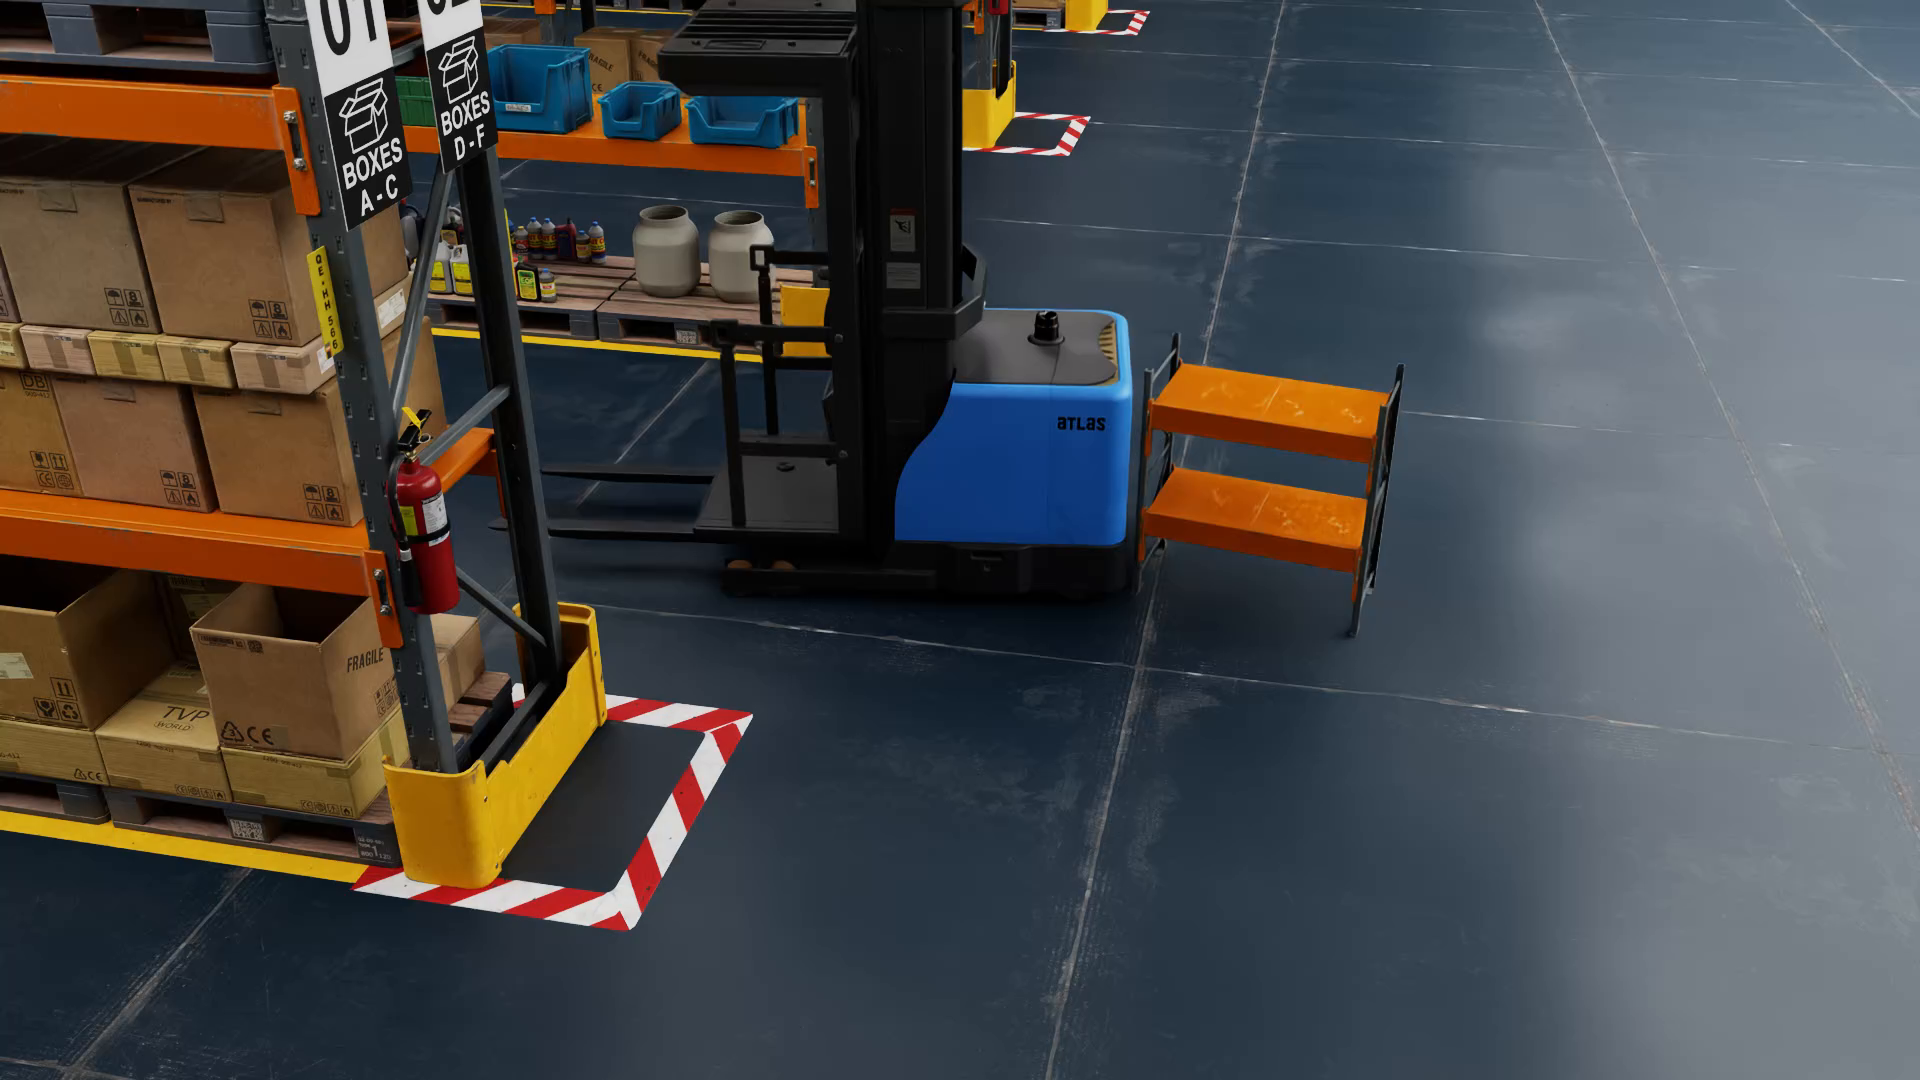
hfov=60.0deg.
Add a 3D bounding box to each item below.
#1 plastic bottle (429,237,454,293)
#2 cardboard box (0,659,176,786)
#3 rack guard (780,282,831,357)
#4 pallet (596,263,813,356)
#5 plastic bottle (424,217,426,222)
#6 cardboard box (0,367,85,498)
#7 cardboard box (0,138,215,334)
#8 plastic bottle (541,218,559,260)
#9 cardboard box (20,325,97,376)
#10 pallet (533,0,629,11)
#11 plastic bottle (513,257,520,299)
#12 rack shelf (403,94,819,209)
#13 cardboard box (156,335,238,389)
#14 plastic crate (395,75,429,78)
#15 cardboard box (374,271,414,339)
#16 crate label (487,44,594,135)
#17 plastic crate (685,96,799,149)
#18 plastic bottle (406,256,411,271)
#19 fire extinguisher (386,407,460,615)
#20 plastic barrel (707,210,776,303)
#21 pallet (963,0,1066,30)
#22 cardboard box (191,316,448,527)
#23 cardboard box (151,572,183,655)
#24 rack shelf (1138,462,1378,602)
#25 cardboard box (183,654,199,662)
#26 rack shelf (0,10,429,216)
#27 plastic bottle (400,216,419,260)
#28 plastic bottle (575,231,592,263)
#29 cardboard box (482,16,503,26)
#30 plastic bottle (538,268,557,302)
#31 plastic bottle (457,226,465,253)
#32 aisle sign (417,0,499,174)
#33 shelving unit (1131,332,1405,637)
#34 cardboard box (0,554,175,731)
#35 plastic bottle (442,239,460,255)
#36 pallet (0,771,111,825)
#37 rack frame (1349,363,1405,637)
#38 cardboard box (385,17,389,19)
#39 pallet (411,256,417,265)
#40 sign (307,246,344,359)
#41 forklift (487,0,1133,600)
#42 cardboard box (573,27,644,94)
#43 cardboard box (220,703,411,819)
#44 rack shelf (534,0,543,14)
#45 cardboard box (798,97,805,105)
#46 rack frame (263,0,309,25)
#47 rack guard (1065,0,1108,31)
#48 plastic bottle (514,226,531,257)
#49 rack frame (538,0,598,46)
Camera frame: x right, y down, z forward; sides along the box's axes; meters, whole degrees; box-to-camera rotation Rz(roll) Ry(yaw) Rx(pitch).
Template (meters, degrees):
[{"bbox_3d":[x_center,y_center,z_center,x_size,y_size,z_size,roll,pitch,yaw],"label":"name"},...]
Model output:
[{"bbox_3d":[-3.337,-1.771,10.662,0.185,0.351,0.144,6,29,10],"label":"plastic bottle"},{"bbox_3d":[-3.334,0.662,6.343,0.500,0.250,0.500,6,29,11],"label":"cardboard box"},{"bbox_3d":[-0.813,-1.566,10.589,0.348,0.500,1.175,6,29,11],"label":"rack guard"},{"bbox_3d":[-1.606,-1.523,10.812,1.213,0.211,1.003,6,29,11],"label":"pallet"},{"bbox_3d":[-3.595,-2.134,11.395,0.133,0.283,0.061,8,30,14],"label":"plastic bottle"},{"bbox_3d":[-3.219,-0.550,6.028,0.500,0.500,0.700,6,29,11],"label":"cardboard box"},{"bbox_3d":[-2.788,-1.072,5.629,0.500,0.500,0.700,5,29,9],"label":"cardboard box"},{"bbox_3d":[-2.772,-2.035,11.227,0.097,0.271,0.097,0,29,0],"label":"plastic bottle"},{"bbox_3d":[-2.932,-0.705,5.635,0.250,0.149,0.380,6,29,11],"label":"cardboard box"},{"bbox_3d":[-4.438,-6.663,20.201,1.213,0.211,1.003,6,29,11],"label":"pallet"},{"bbox_3d":[-2.857,-1.691,10.594,0.135,0.276,0.152,6,29,11],"label":"plastic bottle"},{"bbox_3d":[-2.684,-2.562,10.555,4.000,0.370,1.077,6,29,11],"label":"rack shelf"},{"bbox_3d":[-2.436,-0.654,5.541,0.250,0.149,0.380,7,29,12],"label":"cardboard box"},{"bbox_3d":[-3.501,-3.029,10.814,0.616,0.251,0.499,6,29,11],"label":"plastic crate"},{"bbox_3d":[-2.105,-0.820,5.844,0.250,0.149,0.380,6,29,10],"label":"cardboard box"},{"bbox_3d":[-2.585,-2.750,10.112,0.616,0.435,0.502,6,29,11],"label":"crate label"},{"bbox_3d":[-1.280,-2.521,9.886,0.616,0.251,0.499,6,29,11],"label":"plastic crate"},{"bbox_3d":[-3.600,-1.748,10.690,0.133,0.283,0.061,7,30,13],"label":"plastic bottle"},{"bbox_3d":[-1.748,-0.087,5.366,0.183,0.674,0.296,6,29,11],"label":"fire extinguisher"},{"bbox_3d":[-1.388,-1.800,10.567,0.421,0.512,0.421,0,29,0],"label":"plastic barrel"},{"bbox_3d":[0.642,-6.142,19.249,1.213,0.211,1.003,6,29,11],"label":"pallet"},{"bbox_3d":[-2.220,-0.447,5.840,0.500,0.500,0.700,6,29,11],"label":"cardboard box"},{"bbox_3d":[-3.226,0.091,6.606,0.500,0.500,0.500,6,29,11],"label":"cardboard box"},{"bbox_3d":[1.383,-0.049,7.677,1.000,0.278,0.538,11,31,19],"label":"rack shelf"},{"bbox_3d":[-2.734,0.464,6.704,0.500,0.250,0.500,6,29,11],"label":"cardboard box"},{"bbox_3d":[-3.722,-1.552,5.586,4.000,0.370,1.077,6,29,11],"label":"rack shelf"},{"bbox_3d":[-3.769,-2.055,11.259,0.135,0.276,0.152,6,29,11],"label":"plastic bottle"},{"bbox_3d":[-2.538,-1.981,11.200,0.097,0.201,0.097,0,29,0],"label":"plastic bottle"},{"bbox_3d":[-4.665,-4.629,15.726,0.500,0.500,0.700,6,29,10],"label":"cardboard box"},{"bbox_3d":[-2.616,-1.620,10.542,0.097,0.201,0.097,0,29,0],"label":"plastic bottle"},{"bbox_3d":[-3.310,-2.030,11.205,0.133,0.283,0.061,6,29,11],"label":"plastic bottle"},{"bbox_3d":[-1.638,-1.628,5.394,0.004,0.787,0.394,6,29,11],"label":"aisle sign"},{"bbox_3d":[1.383,-0.263,7.559,1.048,1.125,0.538,11,31,19],"label":"shelving unit"},{"bbox_3d":[-3.334,0.335,6.160,0.500,0.500,0.500,6,29,11],"label":"cardboard box"},{"bbox_3d":[-3.331,-1.811,10.812,0.135,0.276,0.152,6,29,11],"label":"plastic bottle"},{"bbox_3d":[-3.713,0.692,6.766,1.213,0.211,1.003,6,29,11],"label":"pallet"},{"bbox_3d":[1.855,-0.173,7.394,0.032,1.125,0.500,11,31,19],"label":"rack frame"},{"bbox_3d":[-5.757,-4.740,15.930,0.500,0.500,0.700,8,30,15],"label":"cardboard box"},{"bbox_3d":[-3.992,-1.768,11.259,1.213,0.211,1.003,6,29,11],"label":"pallet"},{"bbox_3d":[-1.893,-0.709,4.969,0.005,0.325,0.100,6,29,11],"label":"sign"},{"bbox_3d":[-0.719,-1.270,7.517,3.031,2.935,1.130,2,29,3],"label":"forklift"},{"bbox_3d":[-3.223,-4.433,15.389,0.500,0.500,0.500,5,29,9],"label":"cardboard box"},{"bbox_3d":[-2.353,0.756,6.171,0.500,0.250,0.500,6,29,11],"label":"cardboard box"},{"bbox_3d":[-5.562,-5.289,15.536,4.000,0.370,1.077,6,29,11],"label":"rack shelf"},{"bbox_3d":[-1.501,-4.276,15.103,0.500,0.500,0.500,9,30,15],"label":"cardboard box"},{"bbox_3d":[-1.767,-2.982,4.326,0.127,3.000,1.000,6,29,11],"label":"rack frame"},{"bbox_3d":[1.464,-6.223,19.096,0.348,0.500,1.175,6,29,11],"label":"rack guard"},{"bbox_3d":[-2.966,-2.025,11.280,0.097,0.201,0.097,0,29,0],"label":"plastic bottle"},{"bbox_3d":[-3.606,-5.404,14.997,0.127,3.000,1.000,6,29,11],"label":"rack frame"}]
